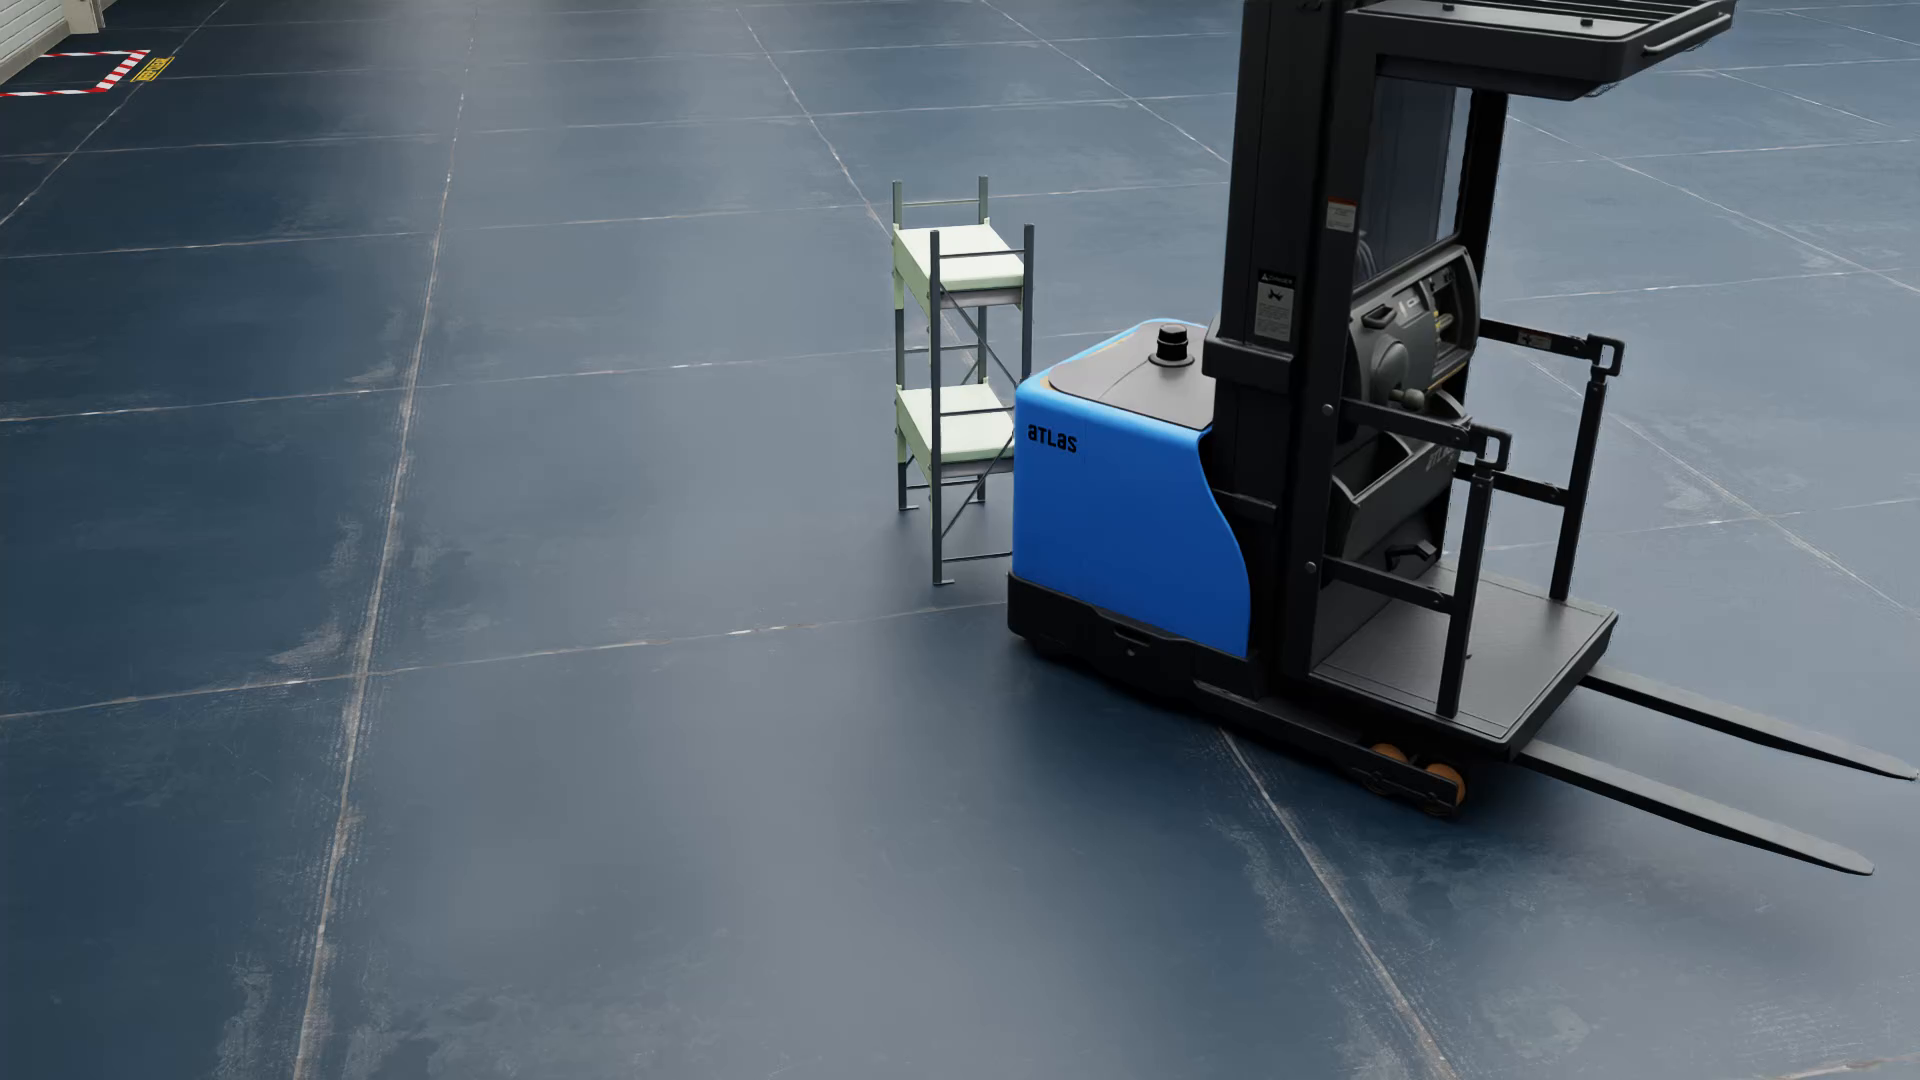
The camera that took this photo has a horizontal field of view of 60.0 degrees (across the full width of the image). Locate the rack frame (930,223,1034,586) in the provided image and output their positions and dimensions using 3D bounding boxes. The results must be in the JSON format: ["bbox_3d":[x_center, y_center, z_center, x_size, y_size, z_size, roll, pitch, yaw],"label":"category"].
[{"bbox_3d":[0.084,-0.506,6.588,0.400,1.500,0.023,-6,27,-12],"label":"rack frame"}]

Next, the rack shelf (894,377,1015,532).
[{"bbox_3d":[0.002,-0.376,7.053,0.431,0.370,0.720,-6,27,-12],"label":"rack shelf"}]

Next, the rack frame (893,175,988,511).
[{"bbox_3d":[-0.081,-0.827,7.225,0.400,1.500,0.023,-6,27,-12],"label":"rack frame"}]

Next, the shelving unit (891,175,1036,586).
[{"bbox_3d":[0.002,-0.667,6.906,0.431,1.500,0.755,-6,27,-12],"label":"shelving unit"}]

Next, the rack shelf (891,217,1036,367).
[{"bbox_3d":[0.002,-1.015,6.730,0.431,0.370,0.720,-6,27,-12],"label":"rack shelf"}]

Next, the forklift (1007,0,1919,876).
[{"bbox_3d":[1.656,-0.675,5.334,3.031,2.935,1.130,19,33,33],"label":"forklift"}]

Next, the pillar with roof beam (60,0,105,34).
[{"bbox_3d":[-5.500,-10.110,17.294,9.100,9.000,0.400,-6,27,-12],"label":"pillar with roof beam"}]
